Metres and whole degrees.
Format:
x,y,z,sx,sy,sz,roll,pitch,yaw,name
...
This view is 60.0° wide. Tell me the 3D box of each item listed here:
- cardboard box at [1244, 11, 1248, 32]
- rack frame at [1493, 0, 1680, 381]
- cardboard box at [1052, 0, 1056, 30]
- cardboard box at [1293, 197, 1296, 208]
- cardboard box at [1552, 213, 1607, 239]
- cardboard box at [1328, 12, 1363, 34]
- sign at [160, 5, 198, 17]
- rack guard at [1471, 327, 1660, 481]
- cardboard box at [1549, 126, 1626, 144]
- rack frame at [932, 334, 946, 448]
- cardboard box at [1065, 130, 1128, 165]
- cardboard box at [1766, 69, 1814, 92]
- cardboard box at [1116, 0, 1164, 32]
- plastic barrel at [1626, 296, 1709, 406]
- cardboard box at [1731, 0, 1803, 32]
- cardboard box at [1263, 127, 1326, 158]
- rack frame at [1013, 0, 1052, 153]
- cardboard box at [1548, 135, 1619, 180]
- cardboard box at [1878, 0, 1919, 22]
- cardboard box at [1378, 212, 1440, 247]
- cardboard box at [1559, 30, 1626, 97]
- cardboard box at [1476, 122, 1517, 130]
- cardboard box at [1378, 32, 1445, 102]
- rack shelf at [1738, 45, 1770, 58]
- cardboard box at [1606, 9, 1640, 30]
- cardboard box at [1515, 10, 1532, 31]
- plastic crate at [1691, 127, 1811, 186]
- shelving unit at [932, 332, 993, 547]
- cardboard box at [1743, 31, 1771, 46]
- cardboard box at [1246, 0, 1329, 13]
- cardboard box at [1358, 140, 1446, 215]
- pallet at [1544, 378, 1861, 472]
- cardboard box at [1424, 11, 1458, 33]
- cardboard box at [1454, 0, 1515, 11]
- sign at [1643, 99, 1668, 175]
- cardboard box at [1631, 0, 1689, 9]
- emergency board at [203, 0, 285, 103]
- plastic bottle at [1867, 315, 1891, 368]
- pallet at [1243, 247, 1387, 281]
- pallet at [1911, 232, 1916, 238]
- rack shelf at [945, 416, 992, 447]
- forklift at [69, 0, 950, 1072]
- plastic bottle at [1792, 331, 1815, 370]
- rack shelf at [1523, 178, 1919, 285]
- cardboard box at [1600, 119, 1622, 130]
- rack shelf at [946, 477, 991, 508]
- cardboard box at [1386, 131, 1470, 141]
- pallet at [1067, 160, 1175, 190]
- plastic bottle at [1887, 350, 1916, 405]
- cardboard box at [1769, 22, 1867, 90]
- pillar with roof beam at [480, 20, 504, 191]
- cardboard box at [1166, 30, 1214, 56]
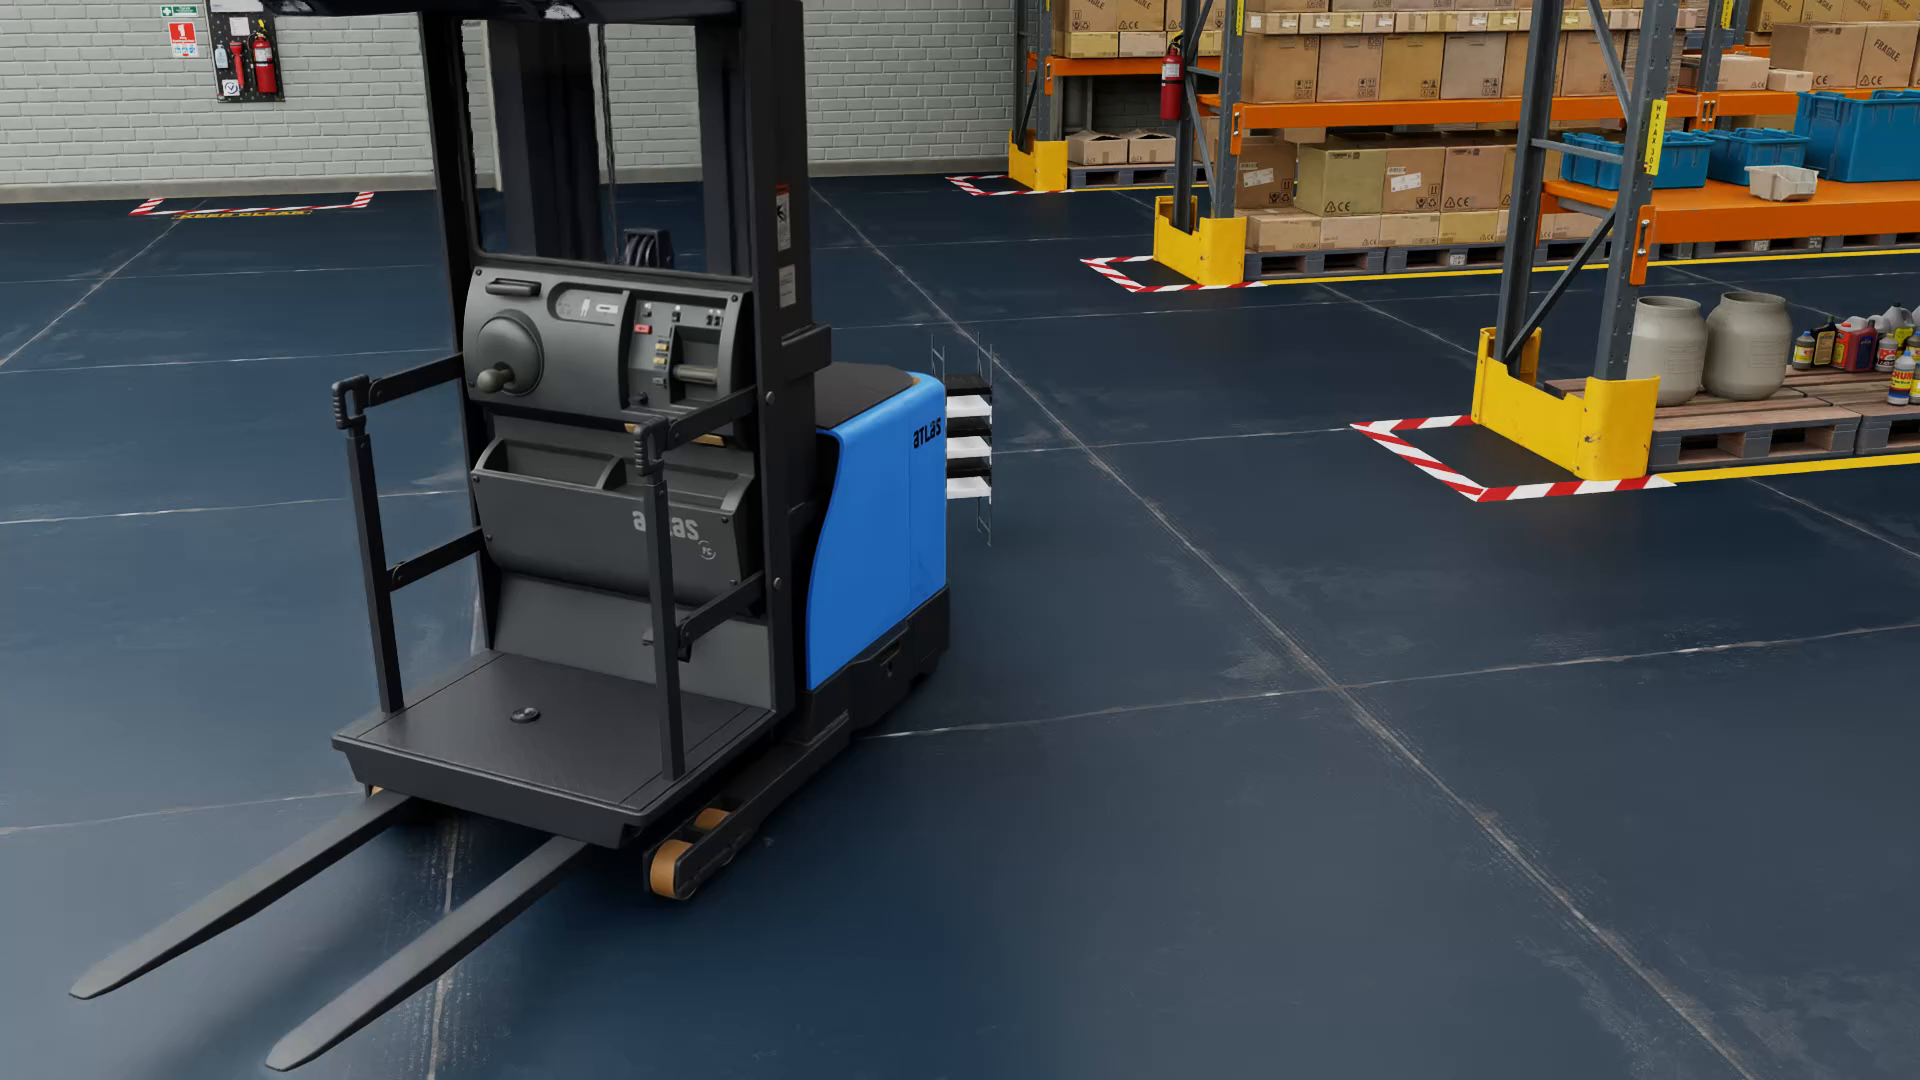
x,y,z,sx,sy,sz,roll,pitch,yaw,name
2.217,-3.981,12.732,0.250,0.149,0.380,-5,21,-13,cardboard box
3.025,-1.877,8.077,0.127,3.000,1.000,-5,21,-12,rack frame
1.155,-5.592,17.319,0.500,0.500,0.500,-5,21,-13,cardboard box
2.826,-2.626,13.509,0.500,0.250,0.500,-5,21,-12,cardboard box
4.891,-2.612,13.470,0.500,0.250,0.500,-5,21,-12,cardboard box
2.819,-3.887,12.475,0.250,0.149,0.380,-5,21,-12,cardboard box
-7.581,-5.134,16.146,0.331,0.109,0.001,-5,21,-12,sign
3.088,-0.725,8.566,0.348,0.500,1.175,-5,21,-12,rack guard
5.258,-3.178,13.926,0.500,0.500,0.500,-5,21,-12,cardboard box
-0.091,-0.415,7.140,0.006,0.900,0.240,-5,21,-12,rack frame
1.439,-4.162,17.584,0.500,0.311,0.500,-7,21,-19,cardboard box
6.691,-3.735,13.516,0.250,0.149,0.380,-5,21,-12,cardboard box
1.762,-5.457,16.949,0.500,0.500,0.500,-5,21,-12,cardboard box
3.648,-0.983,8.644,0.421,0.512,0.421,0,20,0,plastic barrel
9.062,-5.975,18.657,0.500,0.500,0.500,-4,21,-11,cardboard box
3.637,-4.447,18.087,0.500,0.500,0.500,-6,21,-17,cardboard box
0.745,-5.193,17.130,0.127,3.000,1.000,-5,21,-12,rack frame
4.891,-2.964,13.342,0.500,0.500,0.500,-5,21,-12,cardboard box
10.562,-6.096,18.988,0.500,0.500,0.500,-4,21,-11,cardboard box
3.434,-2.489,13.136,0.500,0.250,0.500,-5,21,-12,cardboard box
4.839,-3.817,13.229,0.500,0.500,0.700,-5,21,-13,cardboard box
5.841,-4.664,18.680,0.500,0.500,0.700,-5,21,-14,cardboard box
3.340,-3.695,12.896,0.500,0.500,0.700,-5,21,-12,cardboard box
10.477,-5.647,19.414,4.000,0.370,1.077,-5,21,-12,rack shelf
5.071,-4.069,12.974,0.250,0.149,0.380,-5,21,-14,cardboard box
4.330,-4.010,12.812,0.250,0.149,0.380,-4,21,-11,cardboard box
4.076,-1.996,8.619,0.408,0.251,0.499,-5,21,-12,plastic crate
0.008,-0.423,7.162,0.210,0.900,0.258,-5,21,-12,shelving unit
8.904,-5.666,18.757,0.250,0.149,0.380,-5,21,-13,cardboard box
2.397,-4.228,12.464,0.500,0.500,0.700,-5,21,-12,cardboard box
3.431,-2.845,13.018,0.500,0.500,0.500,-5,21,-12,cardboard box
3.880,-0.652,8.786,1.213,0.211,1.003,-5,21,-12,pallet
3.573,-3.948,12.643,0.250,0.149,0.380,-5,21,-13,cardboard box
3.886,-4.351,12.801,0.500,0.500,0.700,-5,21,-12,cardboard box
3.147,-1.822,7.525,0.005,0.325,0.100,-5,21,-12,sign
5.351,-4.470,13.126,0.500,0.500,0.700,-5,21,-12,cardboard box
-7.025,-4.880,16.276,0.643,1.169,0.194,-5,21,-12,emergency board
5.098,-1.118,9.326,0.135,0.276,0.152,-5,21,-14,plastic bottle
2.623,-2.300,13.287,1.213,0.211,1.003,-5,21,-12,pallet
8.864,-2.807,14.670,1.213,0.211,1.003,-5,21,-12,pallet
0.008,-0.476,7.142,0.200,0.077,0.258,-5,21,-12,rack shelf
-1.114,-0.550,4.556,1.130,2.935,3.031,9,22,23,forklift
4.711,-1.061,9.280,0.097,0.201,0.097,0,20,0,plastic bottle
4.971,-1.697,8.633,4.000,0.370,1.077,-5,21,-12,rack shelf
7.314,-4.783,19.004,0.500,0.500,0.700,-5,21,-13,cardboard box
0.008,-0.223,7.235,0.200,0.077,0.258,-5,21,-12,rack shelf
3.799,-3.058,13.600,0.500,0.500,0.500,-5,21,-12,cardboard box
1.618,-3.942,17.769,1.213,0.211,1.003,-5,21,-12,pallet
4.861,-0.841,8.577,0.097,0.271,0.097,0,20,0,plastic bottle
7.045,-3.996,13.716,0.500,0.500,0.500,-3,20,-9,cardboard box
-3.621,-6.439,11.809,0.400,9.000,9.100,-5,21,-12,pillar with roof beam
2.292,-5.148,17.197,0.500,0.250,0.500,-5,21,-13,cardboard box
